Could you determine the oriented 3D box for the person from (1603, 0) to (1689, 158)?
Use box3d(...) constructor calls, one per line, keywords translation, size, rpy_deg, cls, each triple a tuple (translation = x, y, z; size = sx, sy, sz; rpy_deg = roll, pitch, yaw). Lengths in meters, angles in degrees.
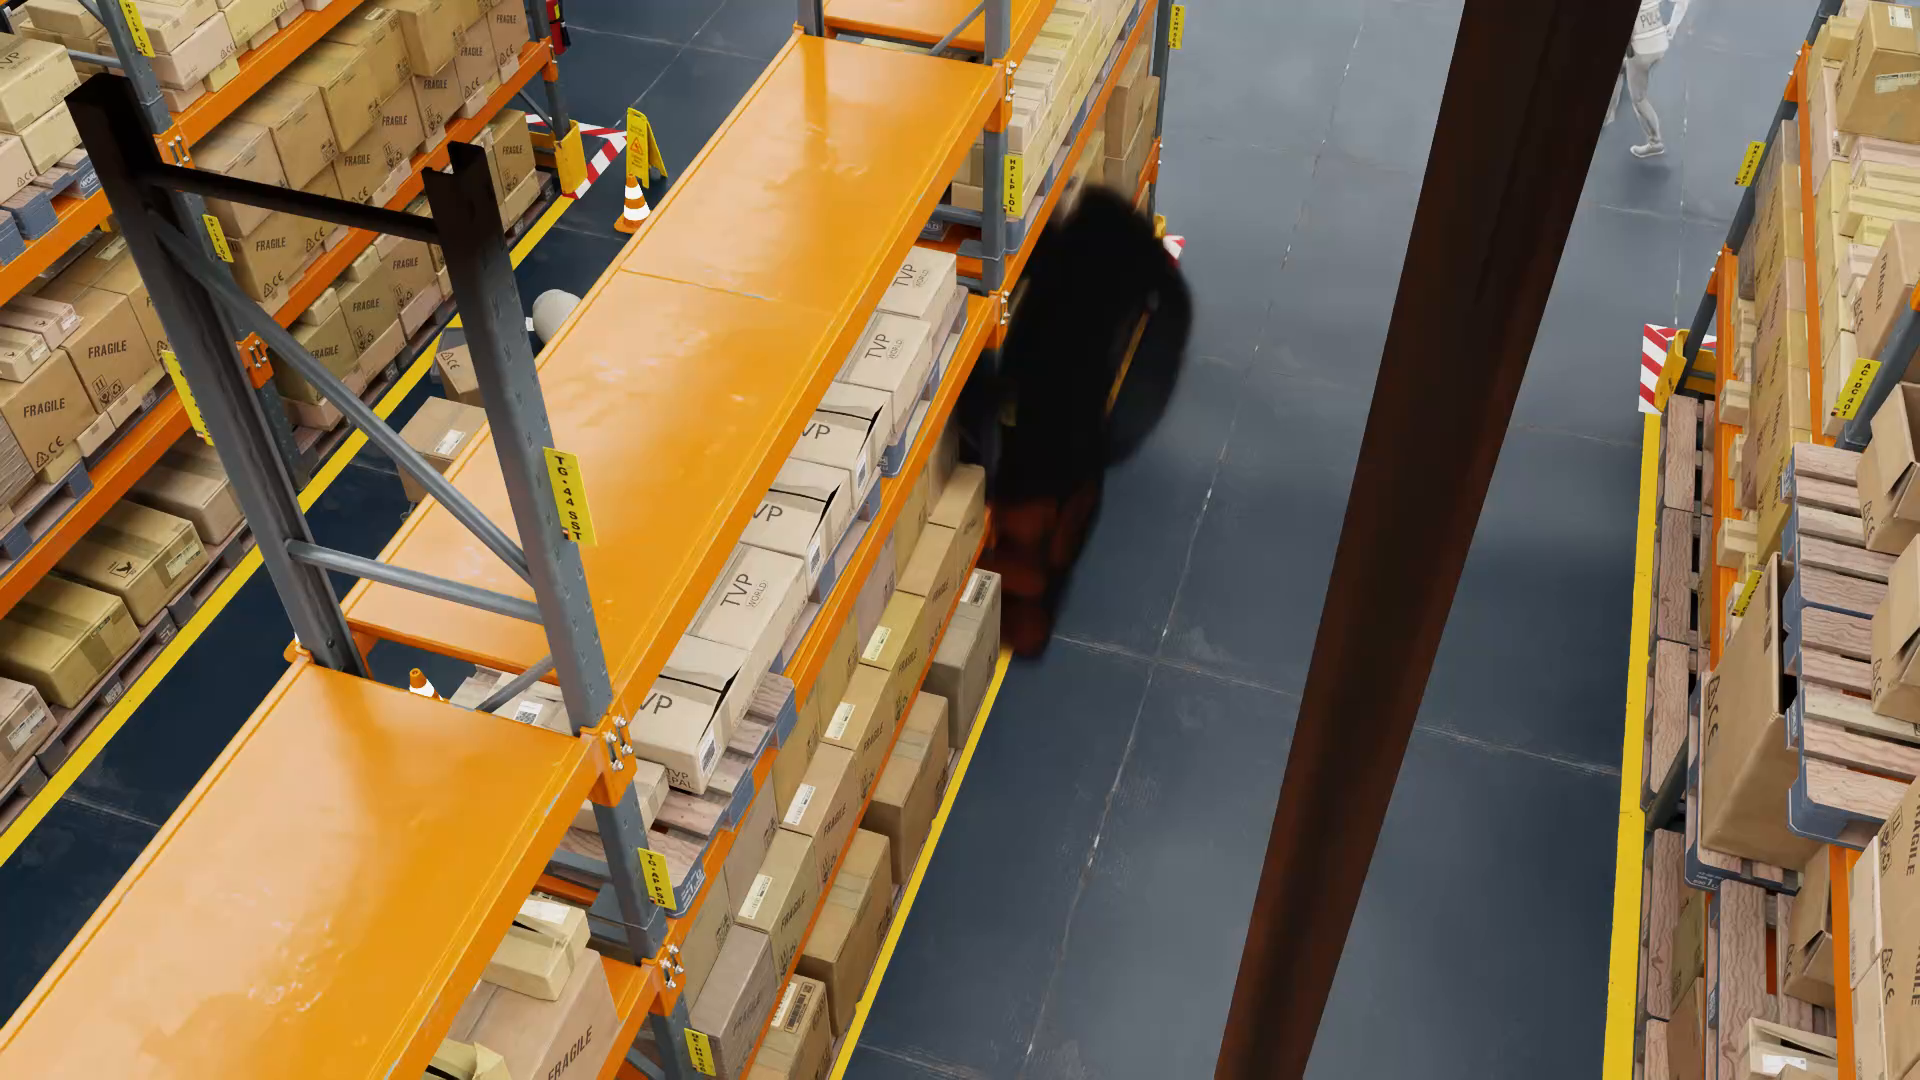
box3d(translation=(5.763, -4.017, 14.005), size=(0.657, 1.611, 0.942), rpy_deg=(-24, 50, -22), cls="person")
